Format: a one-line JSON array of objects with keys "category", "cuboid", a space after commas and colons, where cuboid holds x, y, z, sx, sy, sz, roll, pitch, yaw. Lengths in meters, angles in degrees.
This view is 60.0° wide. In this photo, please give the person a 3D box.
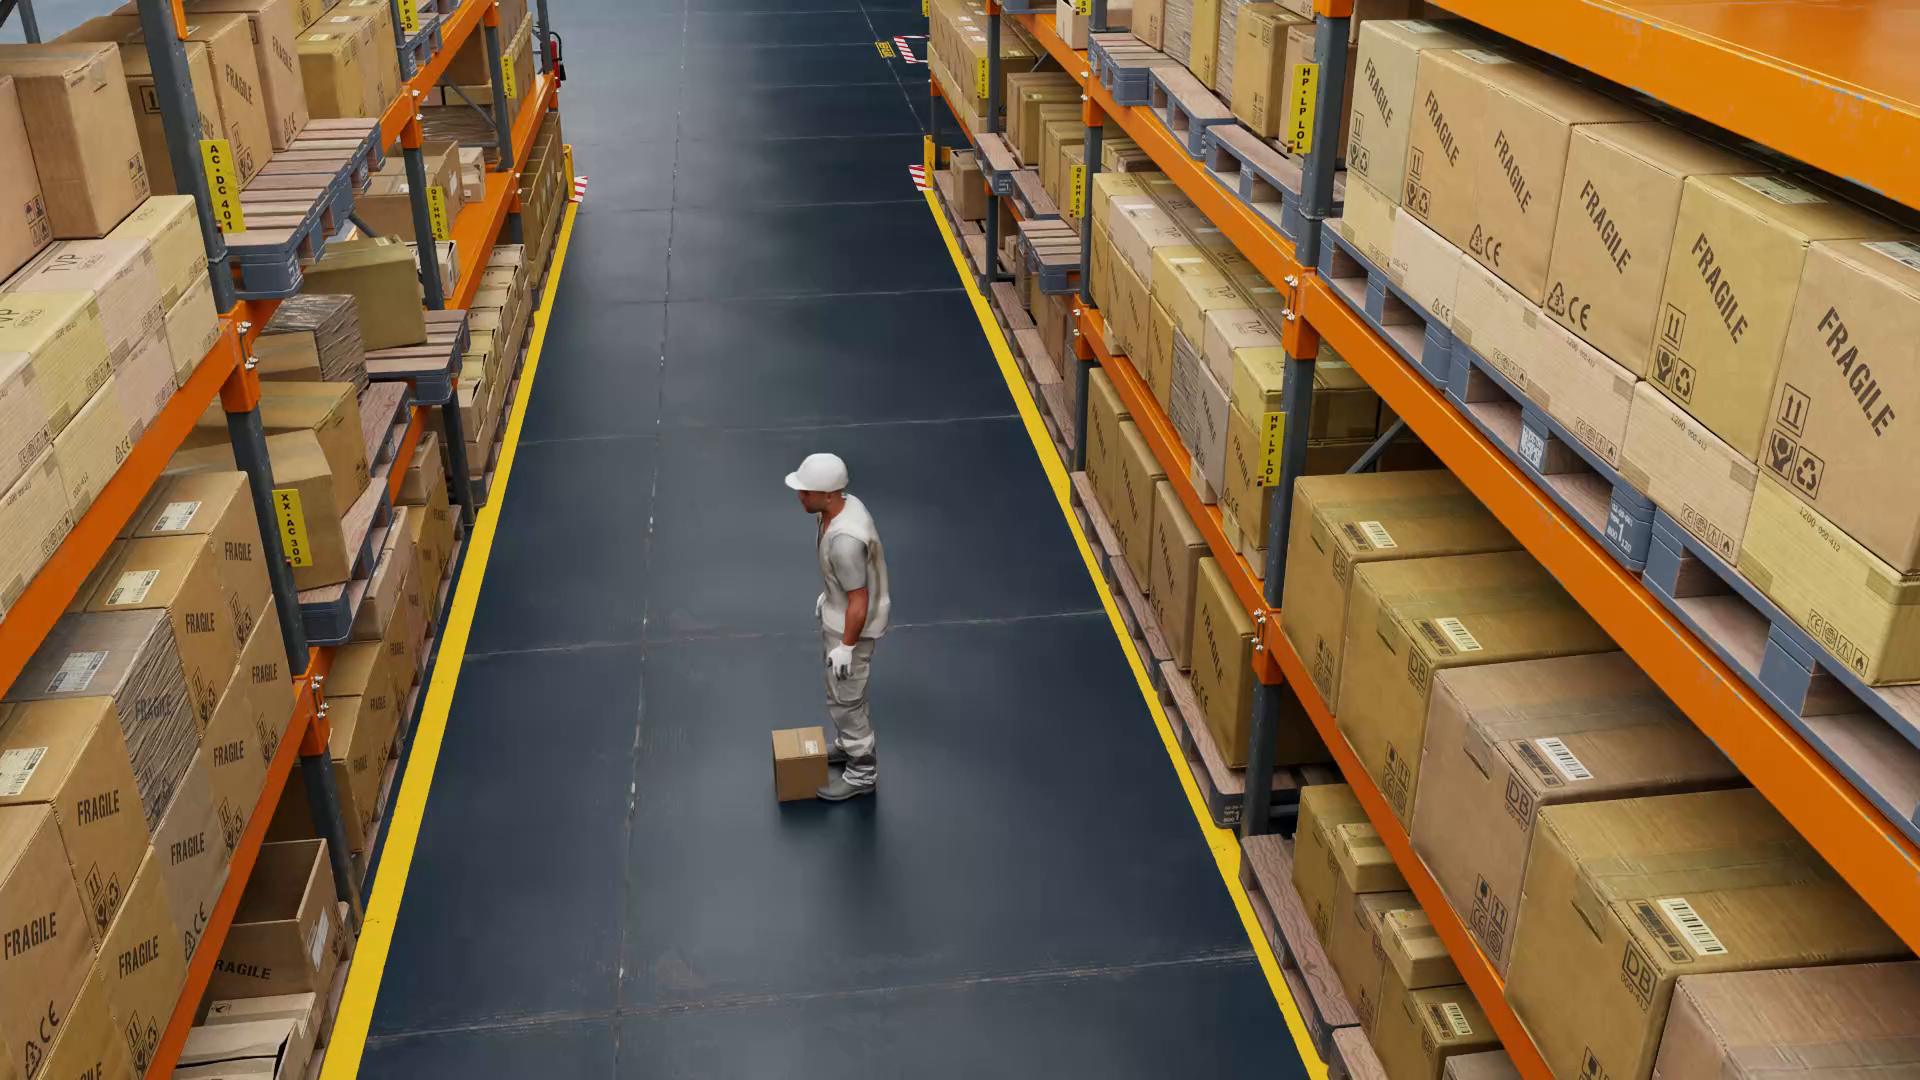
[{"category": "person", "cuboid": [-0.560, 0.397, 7.817, 0.453, 1.779, 0.621, -4, 27, -8]}]
